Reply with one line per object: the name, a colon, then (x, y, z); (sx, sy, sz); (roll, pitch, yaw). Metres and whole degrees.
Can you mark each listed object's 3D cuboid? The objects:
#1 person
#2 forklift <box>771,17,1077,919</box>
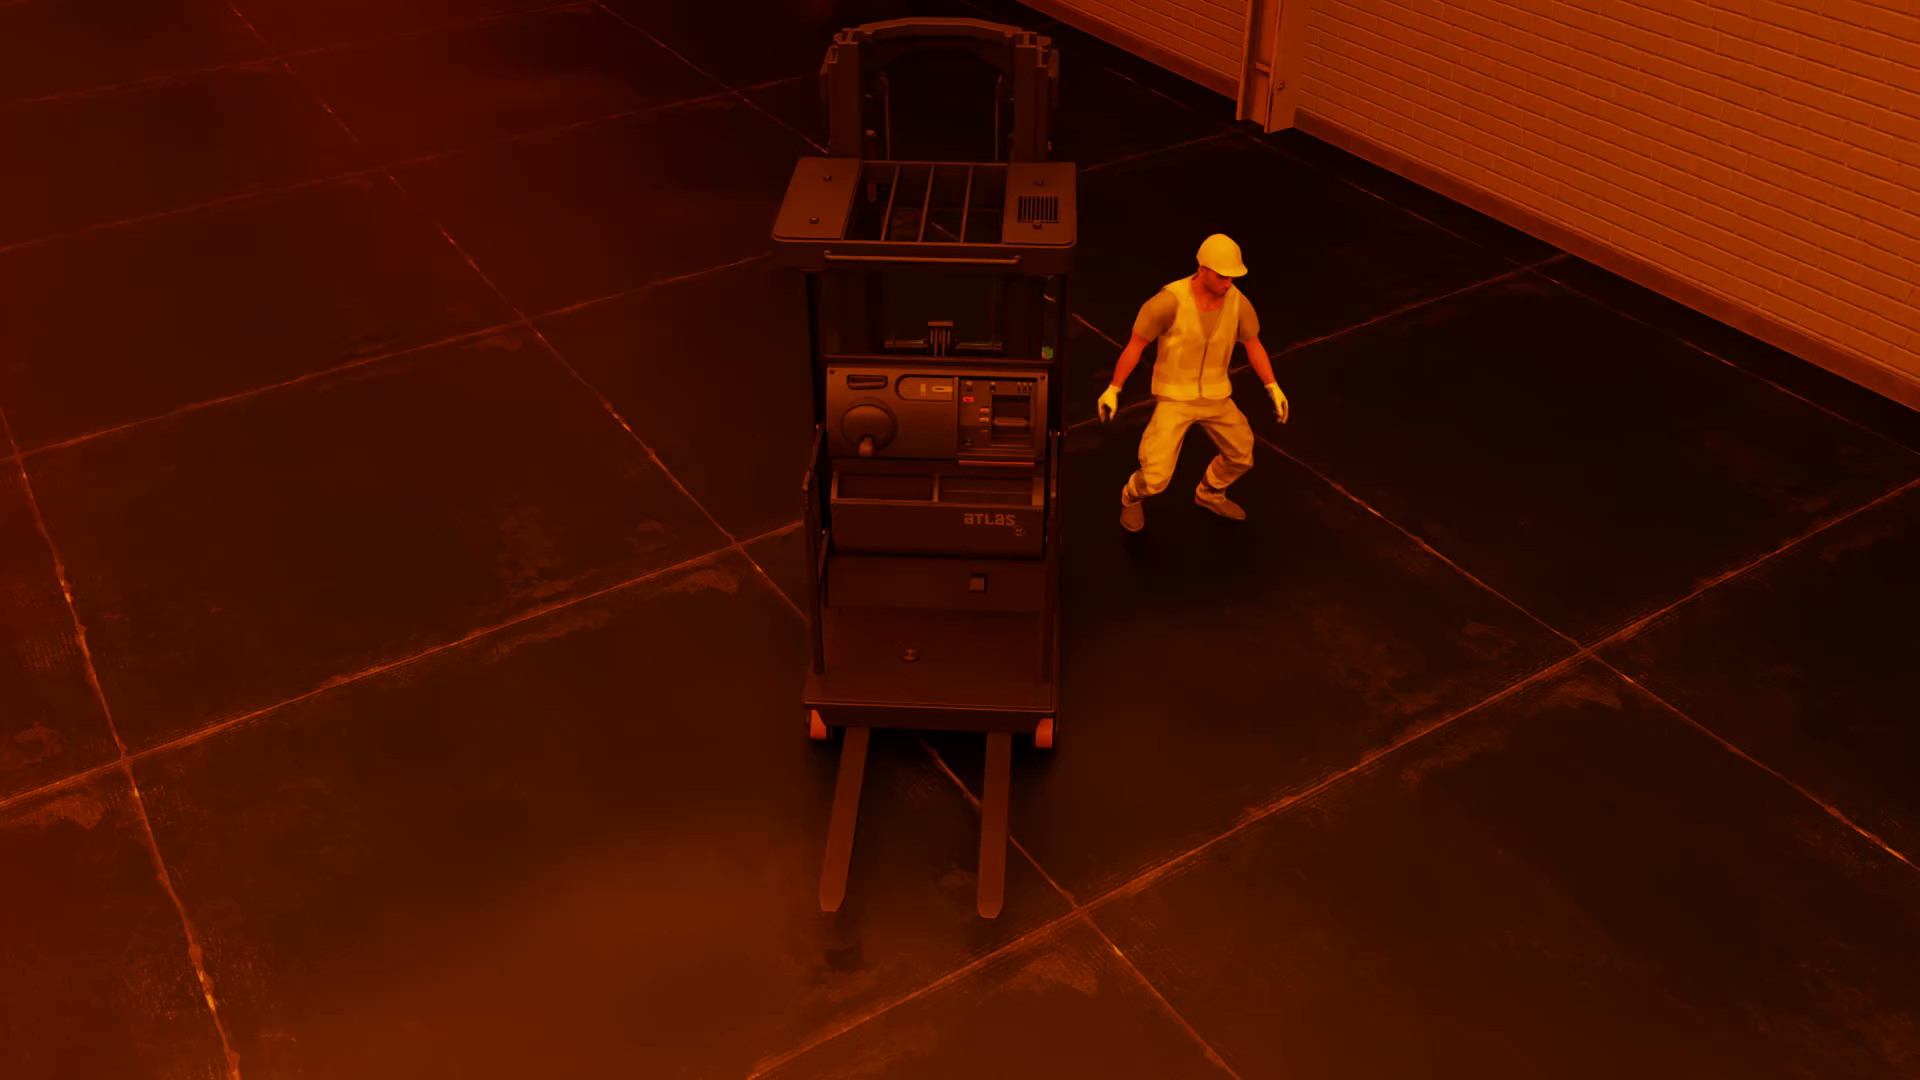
person: (1.164, -0.726, 8.289); (0.949, 1.685, 0.556); (-7, 36, -10)
forklift: (-0.107, -0.468, 6.814); (1.130, 2.935, 3.031); (2, 35, 3)
